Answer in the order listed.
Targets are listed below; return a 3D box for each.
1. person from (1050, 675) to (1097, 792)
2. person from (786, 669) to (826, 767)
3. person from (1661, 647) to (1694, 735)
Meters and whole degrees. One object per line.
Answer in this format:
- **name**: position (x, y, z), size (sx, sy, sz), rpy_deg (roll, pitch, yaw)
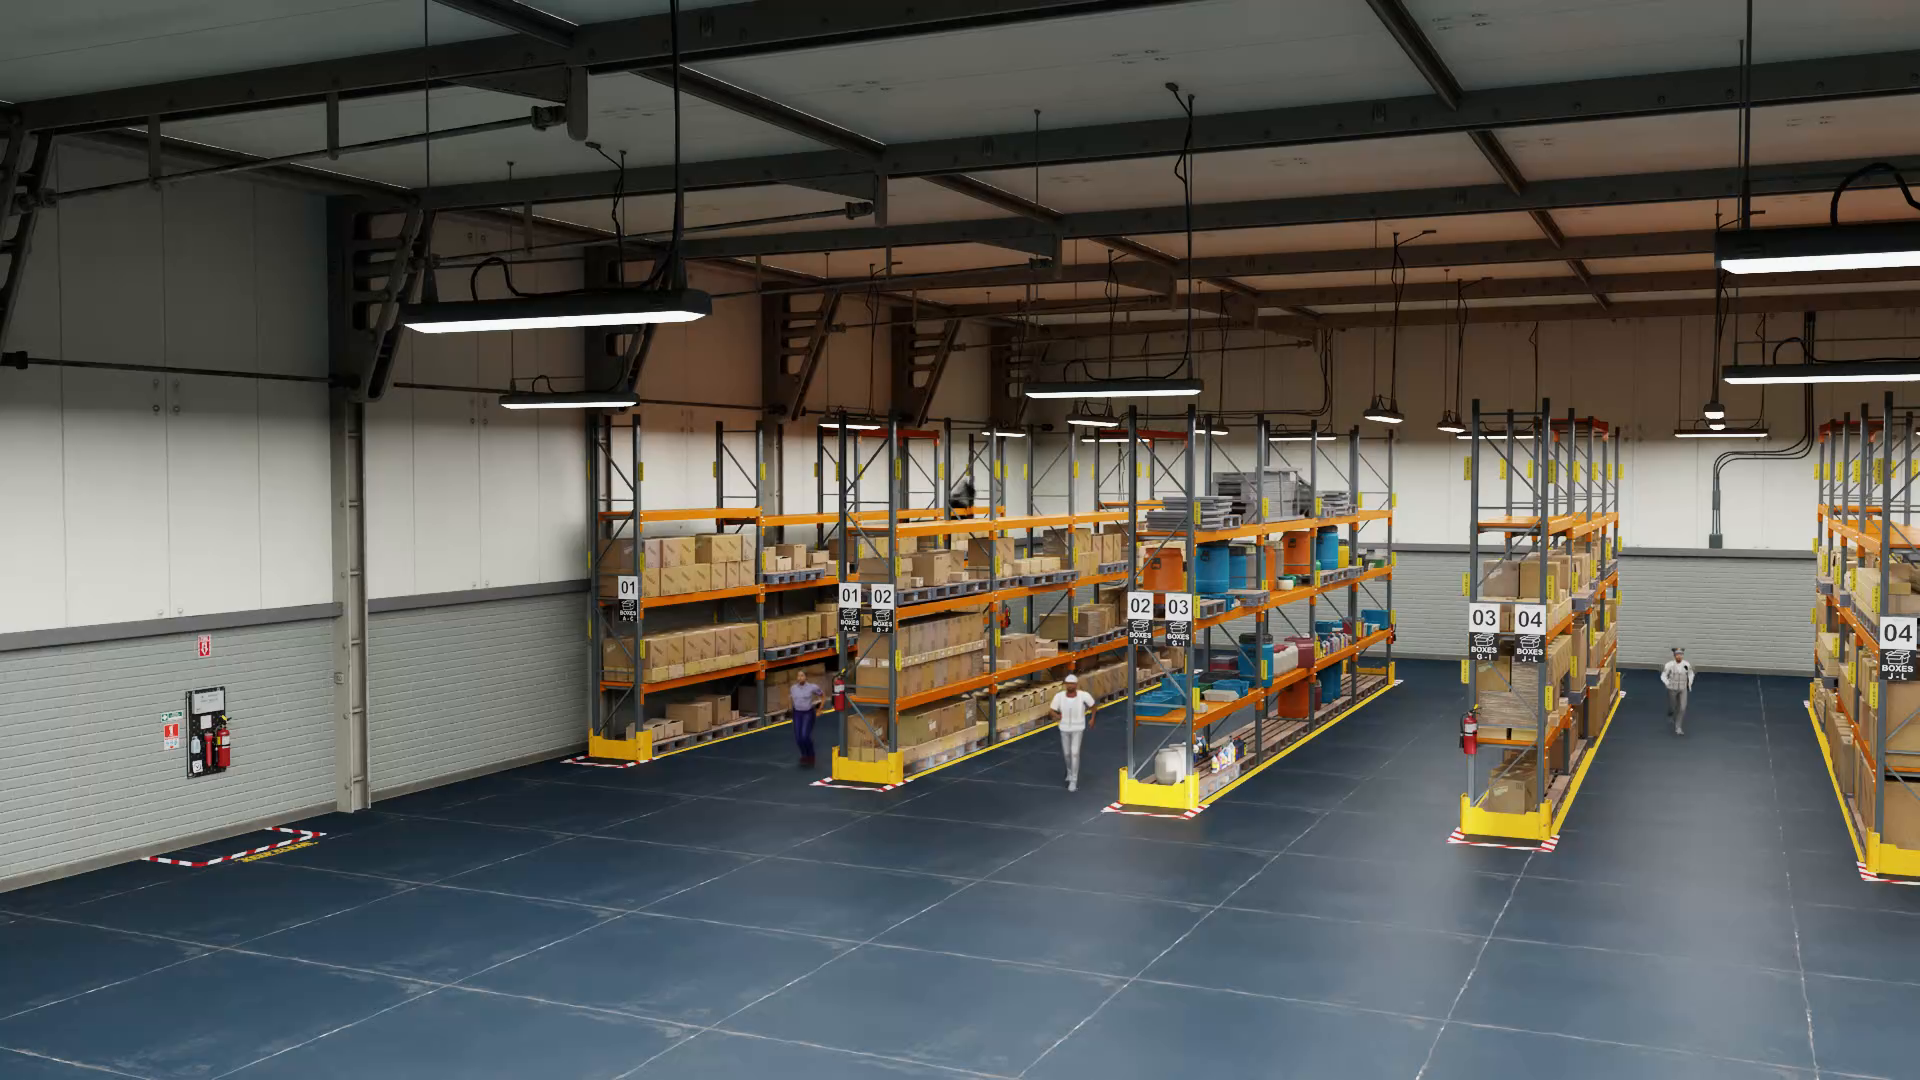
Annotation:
- **person**: position (1.779, 3.030, 26.376), size (0.720, 1.813, 0.836), rpy_deg (1, 2, 16)
- **person**: position (-2.654, 3.036, 28.269), size (0.633, 1.676, 0.673), rpy_deg (1, 2, 20)
- **person**: position (13.778, 2.864, 31.927), size (0.607, 1.663, 0.769), rpy_deg (1, 2, 14)
